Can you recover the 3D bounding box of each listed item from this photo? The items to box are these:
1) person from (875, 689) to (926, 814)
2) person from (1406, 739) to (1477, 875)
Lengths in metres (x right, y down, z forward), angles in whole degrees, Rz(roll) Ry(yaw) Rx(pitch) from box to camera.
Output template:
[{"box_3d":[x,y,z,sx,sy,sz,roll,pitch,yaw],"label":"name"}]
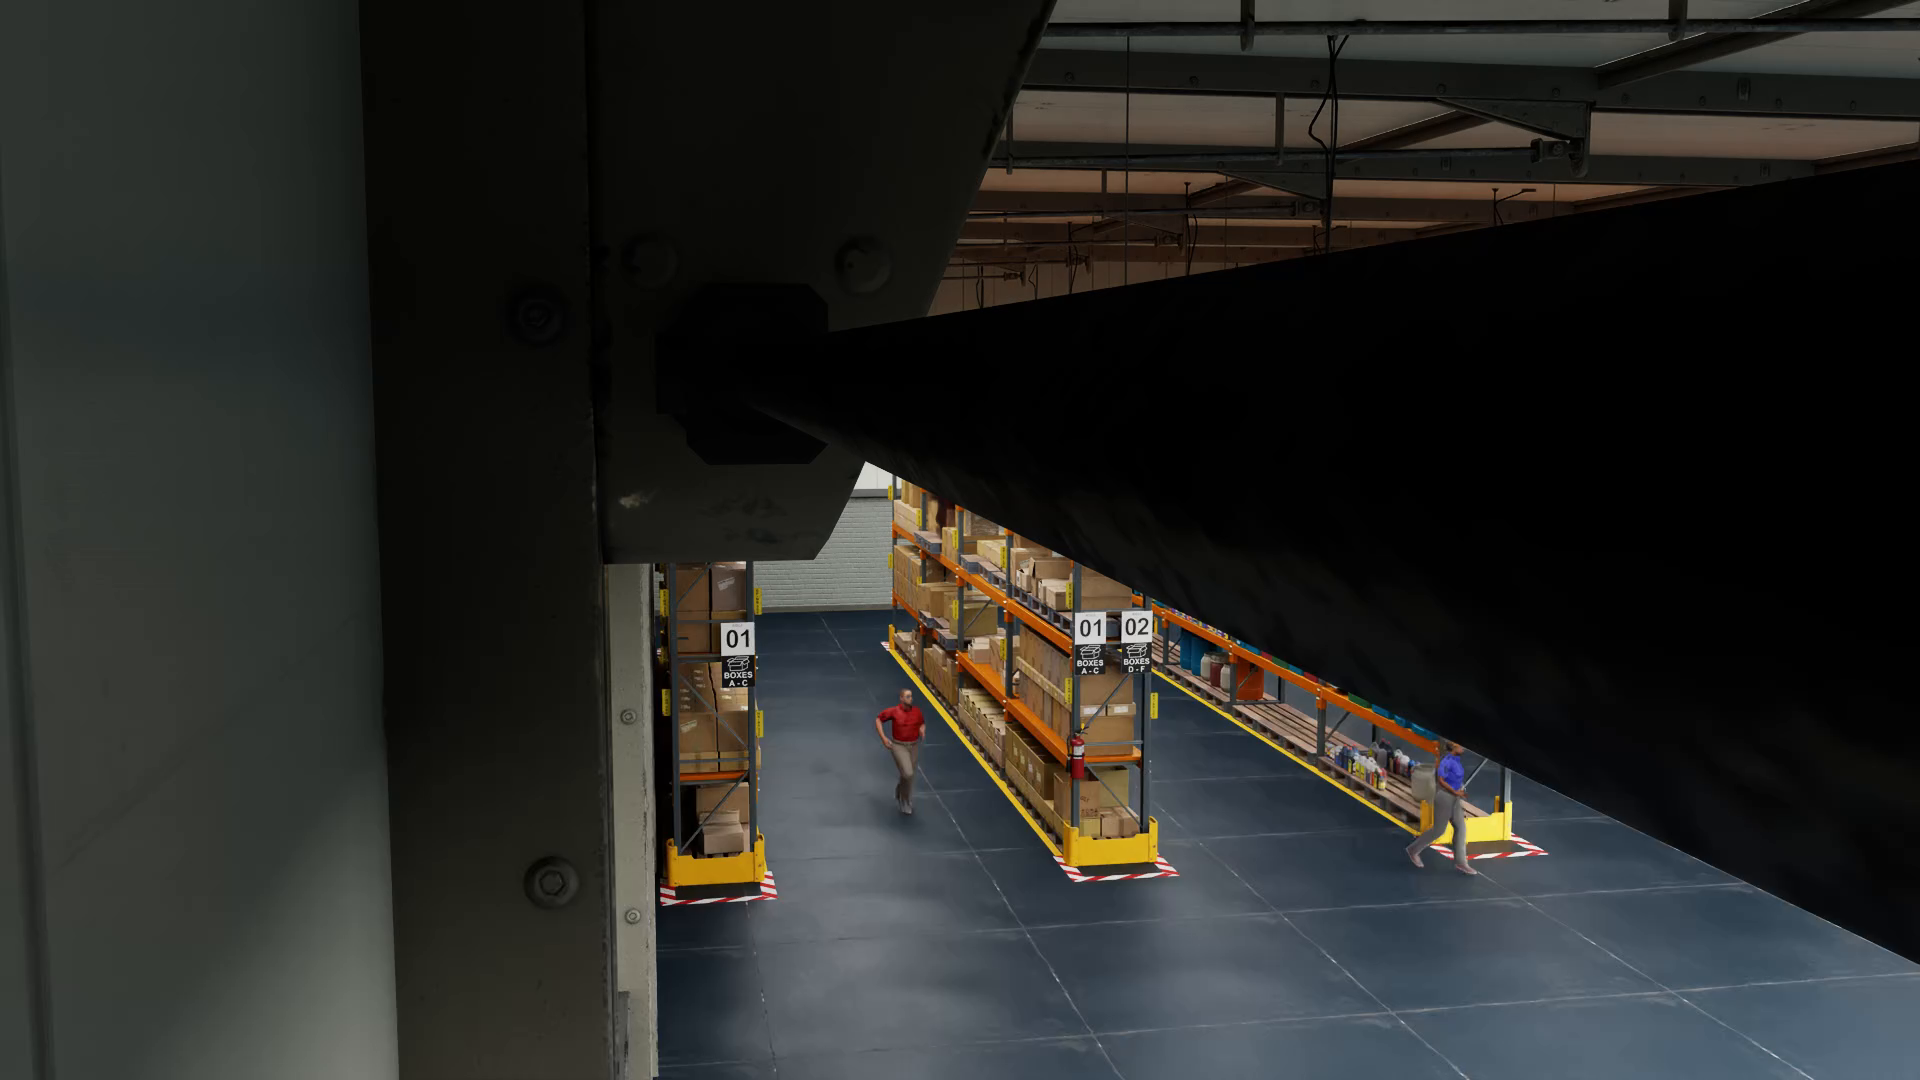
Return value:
[{"box_3d":[-0.771,2.980,23.413,0.668,1.762,0.737,-4,7,-34],"label":"person"},{"box_3d":[6.083,3.271,20.749,0.864,1.645,0.687,4,7,32],"label":"person"}]
